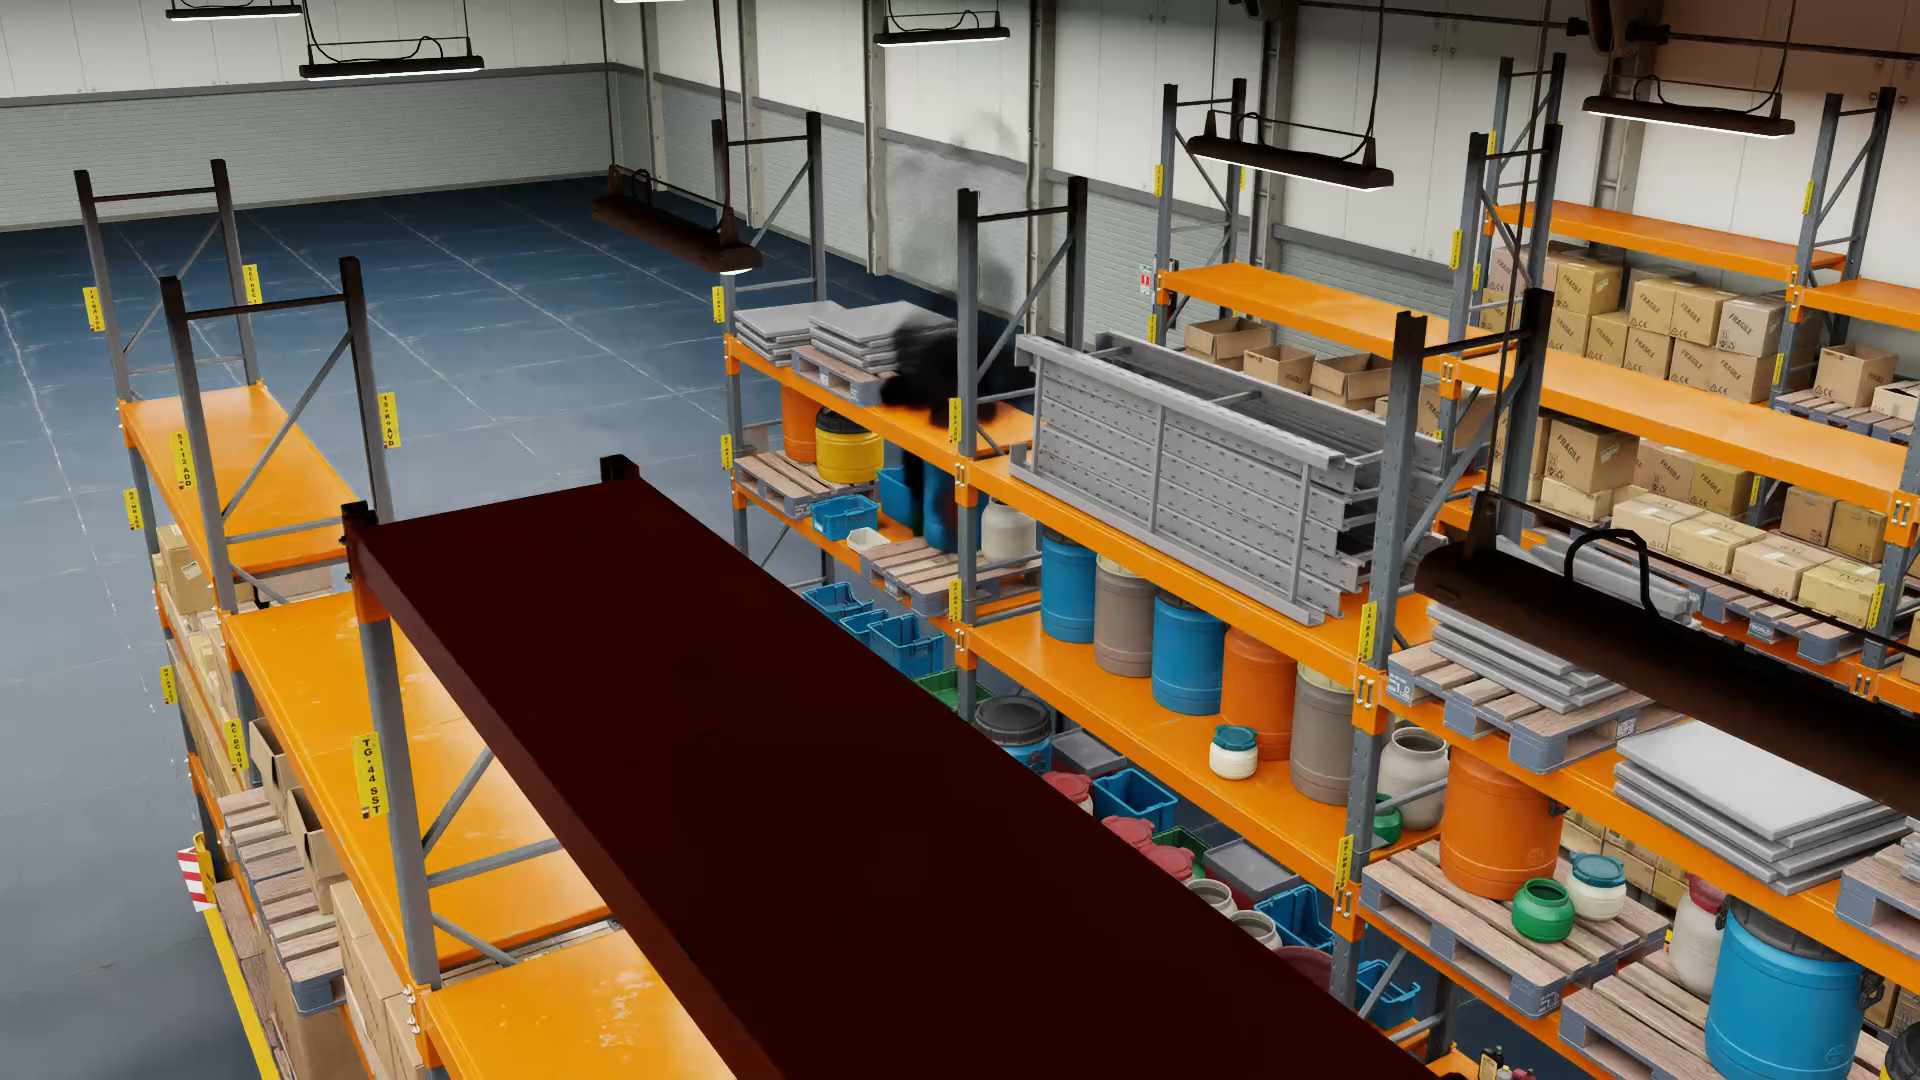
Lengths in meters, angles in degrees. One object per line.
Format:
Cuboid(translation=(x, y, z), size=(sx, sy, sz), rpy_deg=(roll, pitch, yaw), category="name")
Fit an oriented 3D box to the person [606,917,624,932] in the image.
Cuboid(translation=(-2.194, 2.652, 11.641), size=(0.687, 1.800, 0.920), rpy_deg=(-18, 28, -38), category="person")
